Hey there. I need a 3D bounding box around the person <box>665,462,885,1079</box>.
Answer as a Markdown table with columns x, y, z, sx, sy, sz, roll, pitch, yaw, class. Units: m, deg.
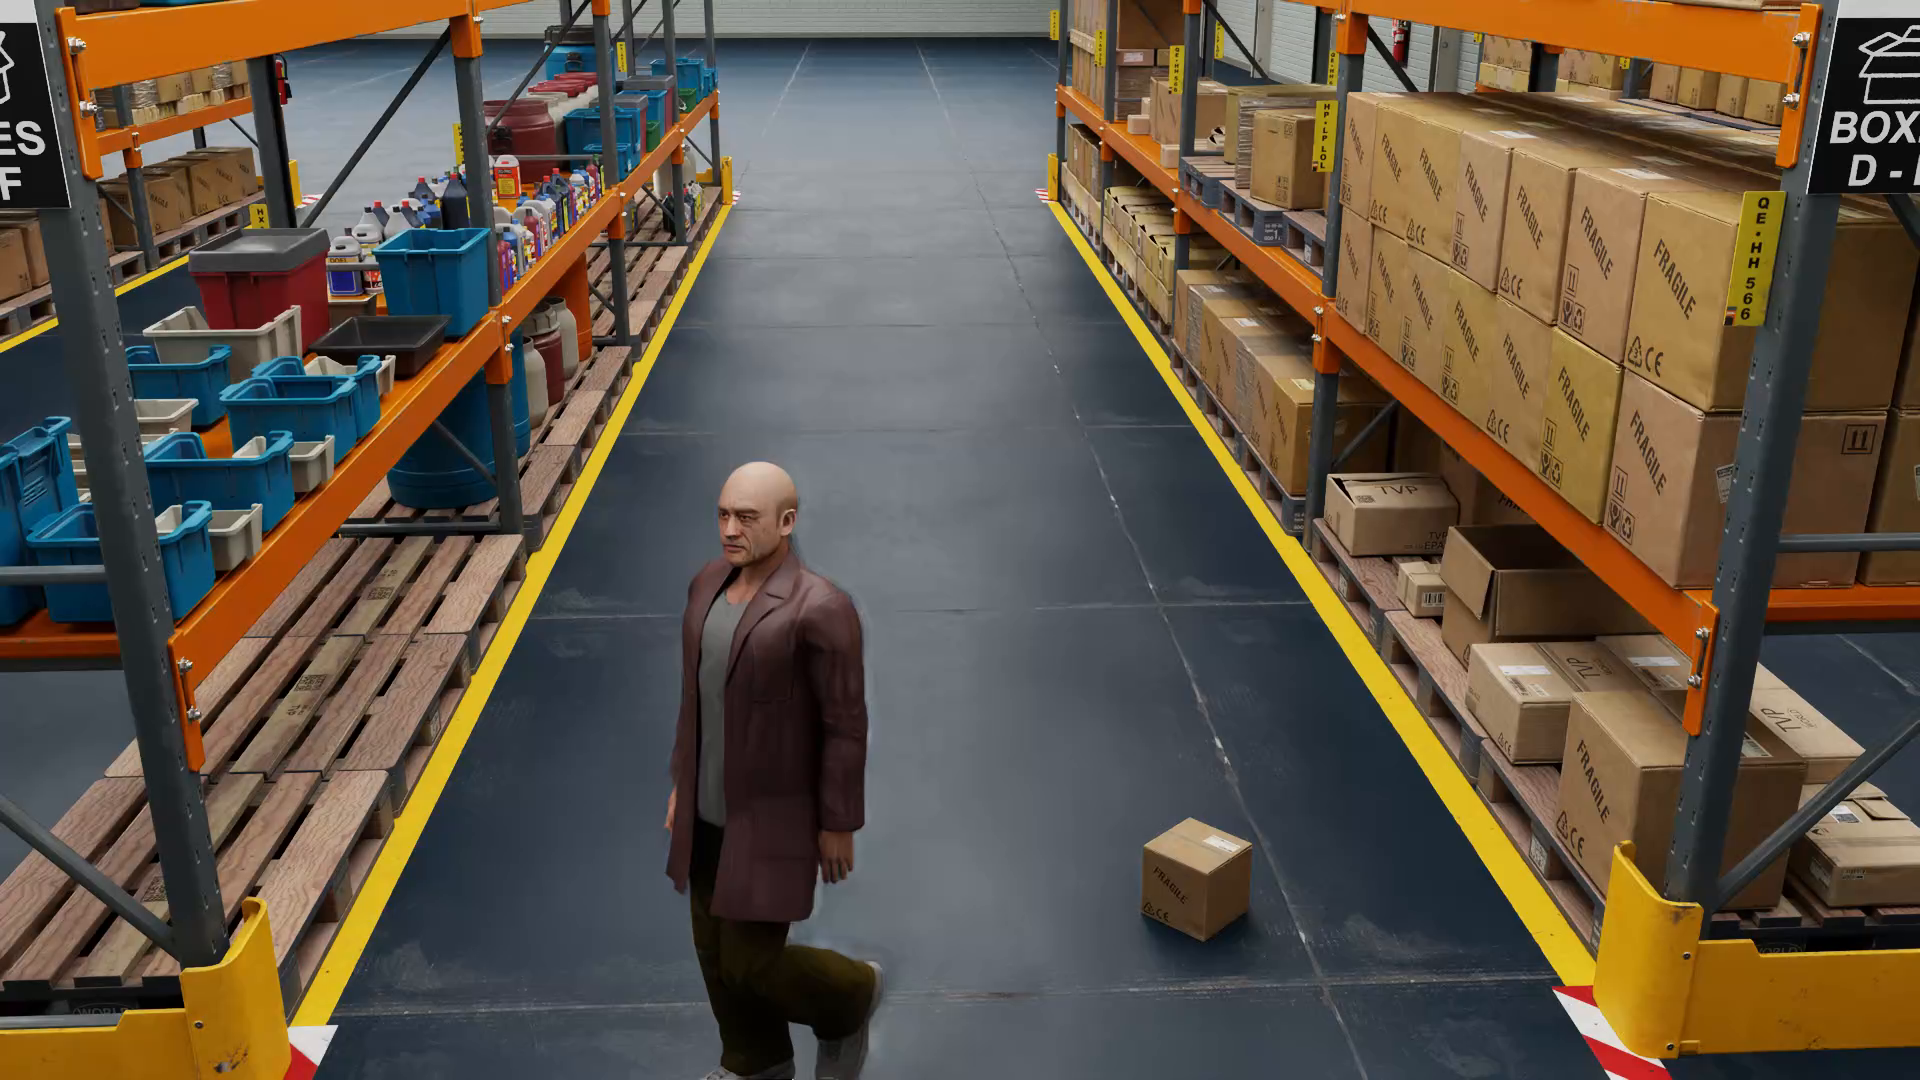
| x | y | z | sx | sy | sz | roll | pitch | yaw | class |
| --- | --- | --- | --- | --- | --- | --- | --- | --- | --- |
| -0.500 | 0.662 | 4.220 | 0.596 | 1.766 | 0.573 | 17 | 26 | 39 | person |
